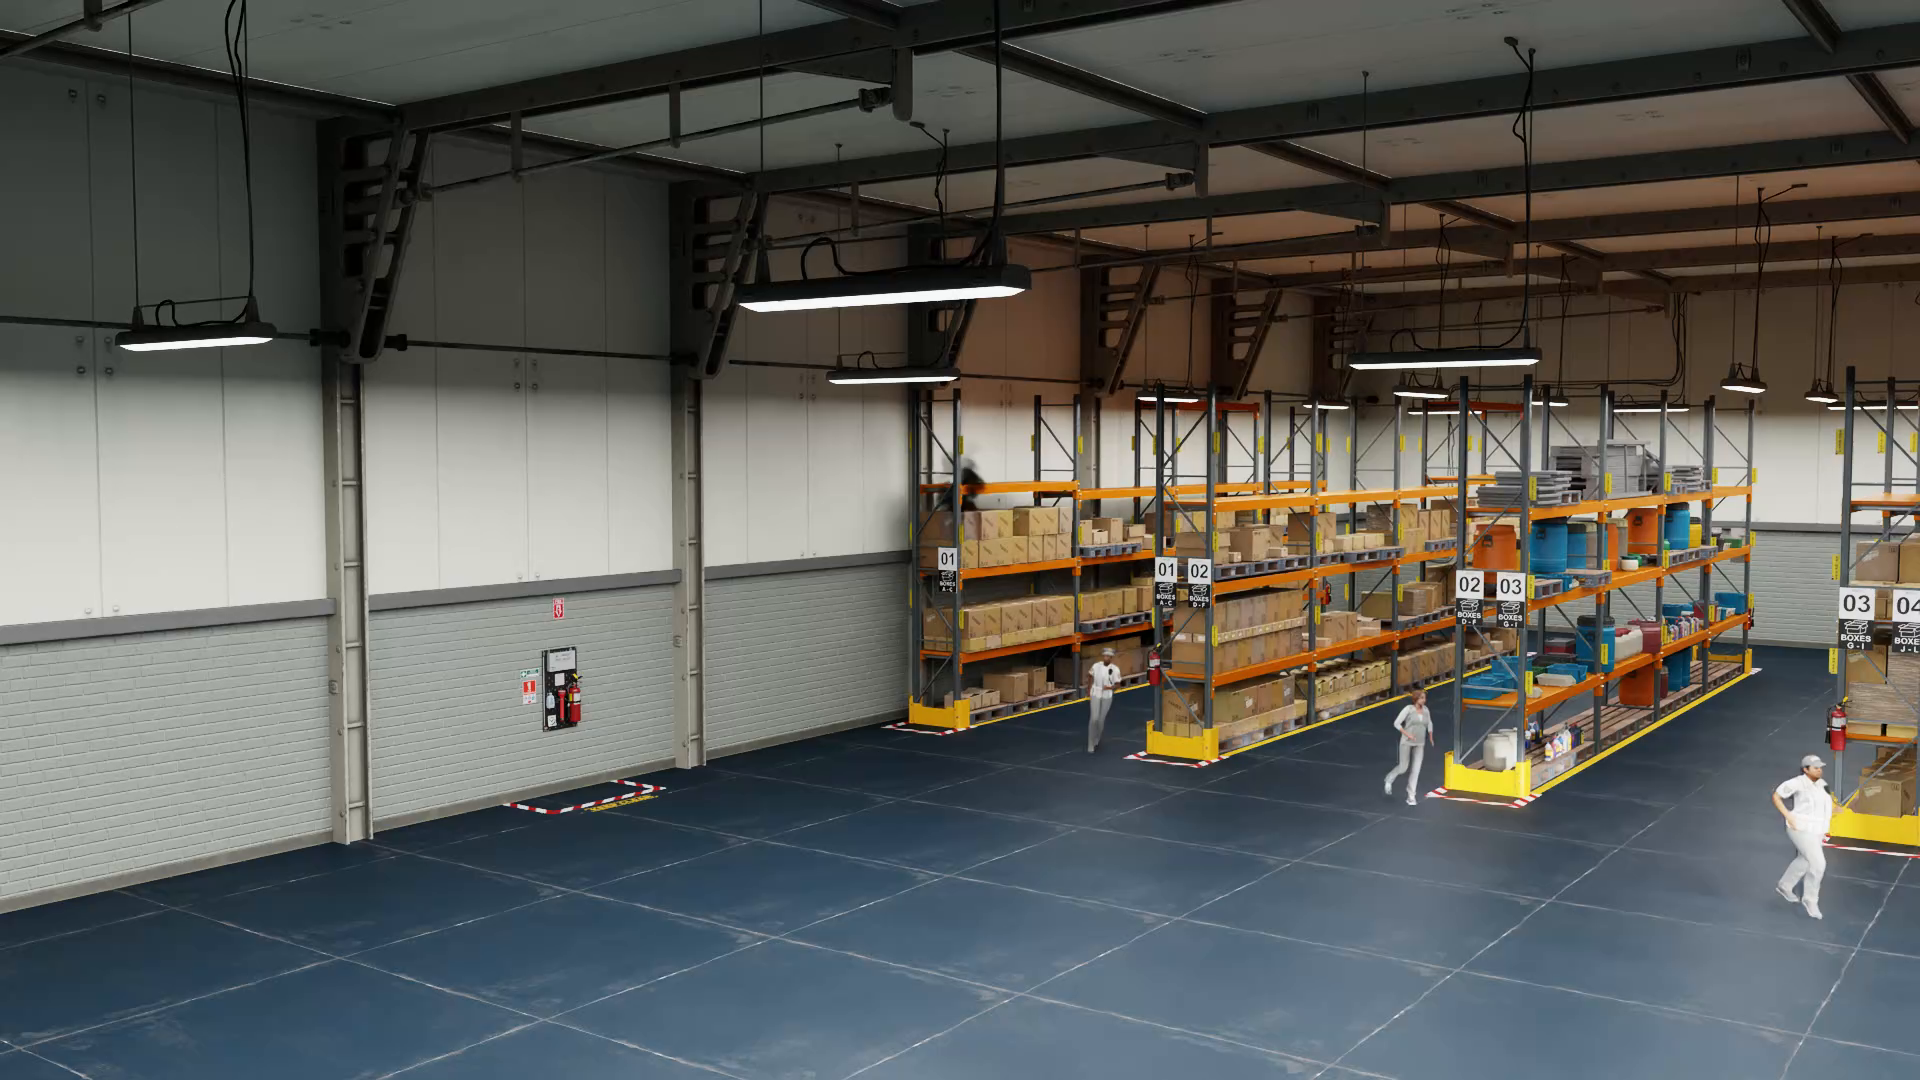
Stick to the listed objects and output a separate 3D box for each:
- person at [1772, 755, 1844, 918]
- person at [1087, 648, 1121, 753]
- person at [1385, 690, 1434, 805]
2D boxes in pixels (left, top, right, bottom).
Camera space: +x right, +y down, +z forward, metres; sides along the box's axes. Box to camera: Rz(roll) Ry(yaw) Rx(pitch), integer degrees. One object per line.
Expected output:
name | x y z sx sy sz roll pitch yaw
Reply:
person | 9.106 3.166 17.873 0.584 1.728 0.752 -2 4 -28
person | 2.362 2.620 27.354 0.566 1.730 0.700 0 3 1
person | 6.382 2.875 23.347 0.608 1.564 0.799 -1 3 -10
